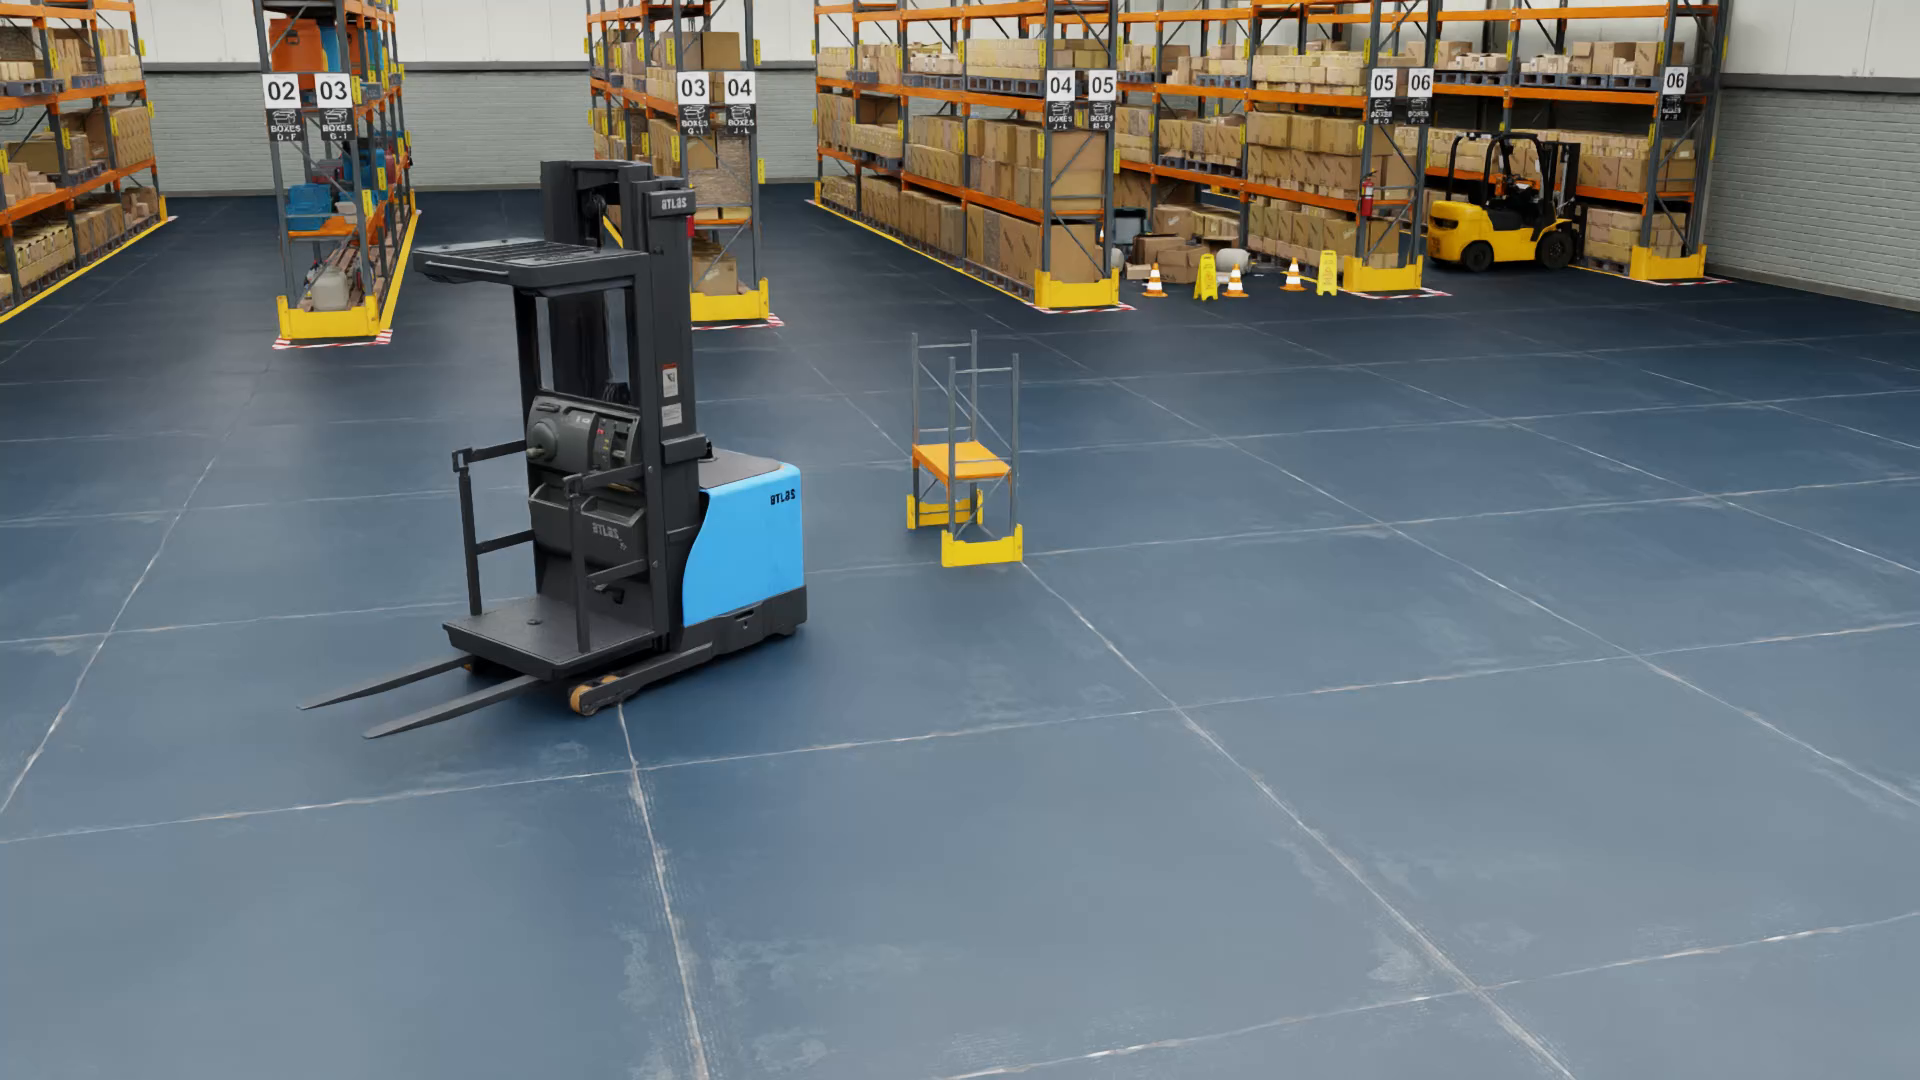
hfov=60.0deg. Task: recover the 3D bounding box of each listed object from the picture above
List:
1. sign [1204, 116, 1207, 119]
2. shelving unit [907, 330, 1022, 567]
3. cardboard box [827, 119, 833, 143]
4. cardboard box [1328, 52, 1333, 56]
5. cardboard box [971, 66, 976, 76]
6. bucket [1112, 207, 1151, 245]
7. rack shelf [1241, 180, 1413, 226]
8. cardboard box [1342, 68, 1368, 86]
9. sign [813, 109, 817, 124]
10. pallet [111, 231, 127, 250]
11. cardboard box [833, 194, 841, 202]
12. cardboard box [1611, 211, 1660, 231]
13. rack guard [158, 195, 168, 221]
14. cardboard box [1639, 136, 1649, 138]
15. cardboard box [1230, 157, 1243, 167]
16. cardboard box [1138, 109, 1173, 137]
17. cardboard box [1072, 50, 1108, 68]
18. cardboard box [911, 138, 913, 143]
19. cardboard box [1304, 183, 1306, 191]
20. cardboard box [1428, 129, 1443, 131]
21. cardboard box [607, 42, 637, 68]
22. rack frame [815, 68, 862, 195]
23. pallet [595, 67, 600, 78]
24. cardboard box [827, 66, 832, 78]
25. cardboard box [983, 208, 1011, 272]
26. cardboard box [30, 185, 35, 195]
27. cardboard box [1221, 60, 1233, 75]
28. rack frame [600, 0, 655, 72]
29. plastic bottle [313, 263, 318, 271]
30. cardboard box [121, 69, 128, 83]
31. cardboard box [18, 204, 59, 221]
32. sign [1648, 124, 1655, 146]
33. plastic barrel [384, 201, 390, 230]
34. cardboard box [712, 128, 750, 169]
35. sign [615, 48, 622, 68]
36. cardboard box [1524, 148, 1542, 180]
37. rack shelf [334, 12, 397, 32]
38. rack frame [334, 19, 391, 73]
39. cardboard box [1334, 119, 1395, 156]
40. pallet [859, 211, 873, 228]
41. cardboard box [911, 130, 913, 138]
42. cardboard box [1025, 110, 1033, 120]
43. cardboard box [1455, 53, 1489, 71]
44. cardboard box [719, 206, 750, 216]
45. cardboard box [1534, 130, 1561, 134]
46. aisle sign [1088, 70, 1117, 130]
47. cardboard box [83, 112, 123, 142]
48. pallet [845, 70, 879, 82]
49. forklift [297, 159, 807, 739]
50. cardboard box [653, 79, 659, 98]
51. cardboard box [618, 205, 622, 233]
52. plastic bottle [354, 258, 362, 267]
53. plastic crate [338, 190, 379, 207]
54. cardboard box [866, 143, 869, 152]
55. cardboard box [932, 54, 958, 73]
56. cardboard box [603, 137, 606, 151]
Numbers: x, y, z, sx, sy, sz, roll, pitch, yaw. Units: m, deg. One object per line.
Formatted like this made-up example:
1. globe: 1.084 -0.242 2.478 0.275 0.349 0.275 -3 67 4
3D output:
1. sign: 4.694 -7.973 31.907 0.100 0.325 0.005 -5 17 -15
2. shelving unit: 0.021 -0.697 12.166 0.587 1.500 1.083 -5 17 -15
3. cardboard box: -2.604 -8.967 36.398 0.500 0.500 0.500 -4 17 -15
4. cardboard box: 7.927 -10.151 34.832 0.380 0.149 0.250 -5 17 -15
5. cardboard box: 0.389 -7.252 25.699 0.380 0.149 0.250 -5 17 -15
6. bucket: 2.796 -5.190 27.565 0.726 0.611 0.620 1 7 4
7. rack shelf: 5.824 -5.407 26.489 1.077 0.370 4.000 -5 17 -15
8. cardboard box: 5.974 -6.826 24.492 0.500 0.250 0.500 -5 17 -16
9. sign: -3.277 -9.577 37.614 0.100 0.325 0.005 -5 17 -15
10. pallet: -15.719 -5.395 30.044 1.003 0.211 1.213 -5 17 -15
11. cardboard box: -2.582 -7.518 36.492 0.380 0.149 0.250 -6 18 -18
12. cardboard box: 10.718 -5.058 26.387 0.500 0.250 0.500 -4 17 -13
13. rack guard: -17.057 -6.840 34.355 1.175 0.500 0.348 -5 17 -15
14. cardboard box: 11.079 -6.419 26.790 0.380 0.149 0.250 -5 17 -15
15. cardboard box: 4.867 -6.506 28.604 0.380 0.149 0.250 -4 17 -14
16. cardboard box: 3.781 -8.060 32.160 0.500 0.500 0.500 -5 17 -17
17. cardboard box: 1.756 -6.689 23.133 0.500 0.250 0.500 -5 17 -15
18. cardboard box: -0.719 -7.583 31.672 0.380 0.149 0.250 -5 17 -15
19. cardboard box: 5.663 -5.589 26.281 0.380 0.149 0.250 -5 17 -15
20. cardboard box: 9.102 -7.771 31.806 0.380 0.149 0.250 -5 17 -15
21. cardboard box: -6.726 -9.679 33.170 0.700 0.500 0.500 -6 18 -19
22. rack frame: -2.756 -9.205 37.882 1.000 3.000 0.127 -5 17 -15
23. pallet: -6.999 -9.692 34.445 1.003 0.211 1.213 -5 17 -15
24. cardboard box: -2.583 -10.138 36.034 0.500 0.250 0.500 -5 18 -17
25. cardboard box: 0.899 -4.641 25.650 0.875 0.875 0.875 -5 17 -15
26. cardboard box: -14.475 -5.377 25.575 0.380 0.149 0.250 -3 17 -11
27. cardboard box: 4.840 -8.161 28.724 0.500 0.250 0.500 -4 17 -15
28. rack frame: -6.453 -10.607 32.123 1.000 3.000 0.127 -5 17 -15
29. plastic bottle: -9.142 -3.764 23.607 0.144 0.351 0.185 -5 18 -18
30. cardboard box: -16.285 -8.886 31.867 0.500 0.250 0.500 -5 17 -15
31. cardboard box: -15.382 -5.474 27.737 0.500 0.250 0.500 -4 17 -13
32. sign: 10.619 -6.221 25.523 0.100 0.325 0.005 -5 17 -15
33. plastic barrel: -10.888 -6.191 30.766 0.600 0.901 0.708 -5 17 -15
34. cardboard box: -3.044 -5.258 22.313 0.500 0.500 0.500 -5 17 -15
35. sign: -5.890 -8.308 28.647 0.100 0.325 0.005 -5 17 -15
36. cardboard box: 10.076 -6.460 28.570 0.500 0.500 0.500 -4 17 -14
37. rack shelf: -11.765 -10.233 32.822 1.077 0.370 4.000 -5 17 -15
38. rack frame: -11.215 -10.216 30.819 1.000 3.000 0.127 -5 17 -15
39. cardboard box: 6.023 -5.992 24.756 0.700 0.500 0.500 -5 17 -17
40. pallet: -1.441 -6.548 33.883 1.003 0.211 1.213 -5 17 -15
41. cardboard box: -0.709 -7.717 31.599 0.380 0.149 0.250 -5 18 -18
42. cardboard box: 1.834 -9.996 38.602 0.500 0.500 0.500 -5 17 -16
43. cardboard box: 9.401 -8.735 30.353 0.500 0.311 0.500 -5 18 -17
44. cardboard box: -3.055 -4.463 22.532 0.380 0.149 0.250 -5 17 -15
45. cardboard box: 10.085 -6.953 28.566 0.380 0.149 0.250 -5 17 -16
46. aisle sign: 1.950 -6.028 22.788 0.394 0.787 0.004 -5 17 -15
47. cardboard box: -15.838 -7.631 30.732 0.500 0.500 0.500 -4 17 -14
48. pallet: -1.589 -9.266 33.197 1.213 0.211 1.003 -5 17 -15
49. forklift: -2.285 -0.592 9.328 1.130 2.935 3.031 13 21 37
50. cardboard box: -4.100 -6.457 23.781 0.500 0.250 0.500 -5 18 -17
51. cardboard box: -5.523 -6.004 30.189 1.225 0.875 0.875 -6 18 -18
52. plastic bottle: -8.701 -3.905 24.078 0.144 0.351 0.185 -5 17 -15
53. plastic crate: -8.451 -4.774 23.389 0.499 0.251 0.616 -5 17 -15
54. cardboard box: -1.626 -7.673 32.489 0.380 0.149 0.250 -5 17 -16
55. cardboard box: -0.151 -7.996 27.894 0.500 0.311 0.500 -5 18 -17
56. cardboard box: -6.971 -8.049 33.778 0.500 0.250 0.500 -4 17 -14
